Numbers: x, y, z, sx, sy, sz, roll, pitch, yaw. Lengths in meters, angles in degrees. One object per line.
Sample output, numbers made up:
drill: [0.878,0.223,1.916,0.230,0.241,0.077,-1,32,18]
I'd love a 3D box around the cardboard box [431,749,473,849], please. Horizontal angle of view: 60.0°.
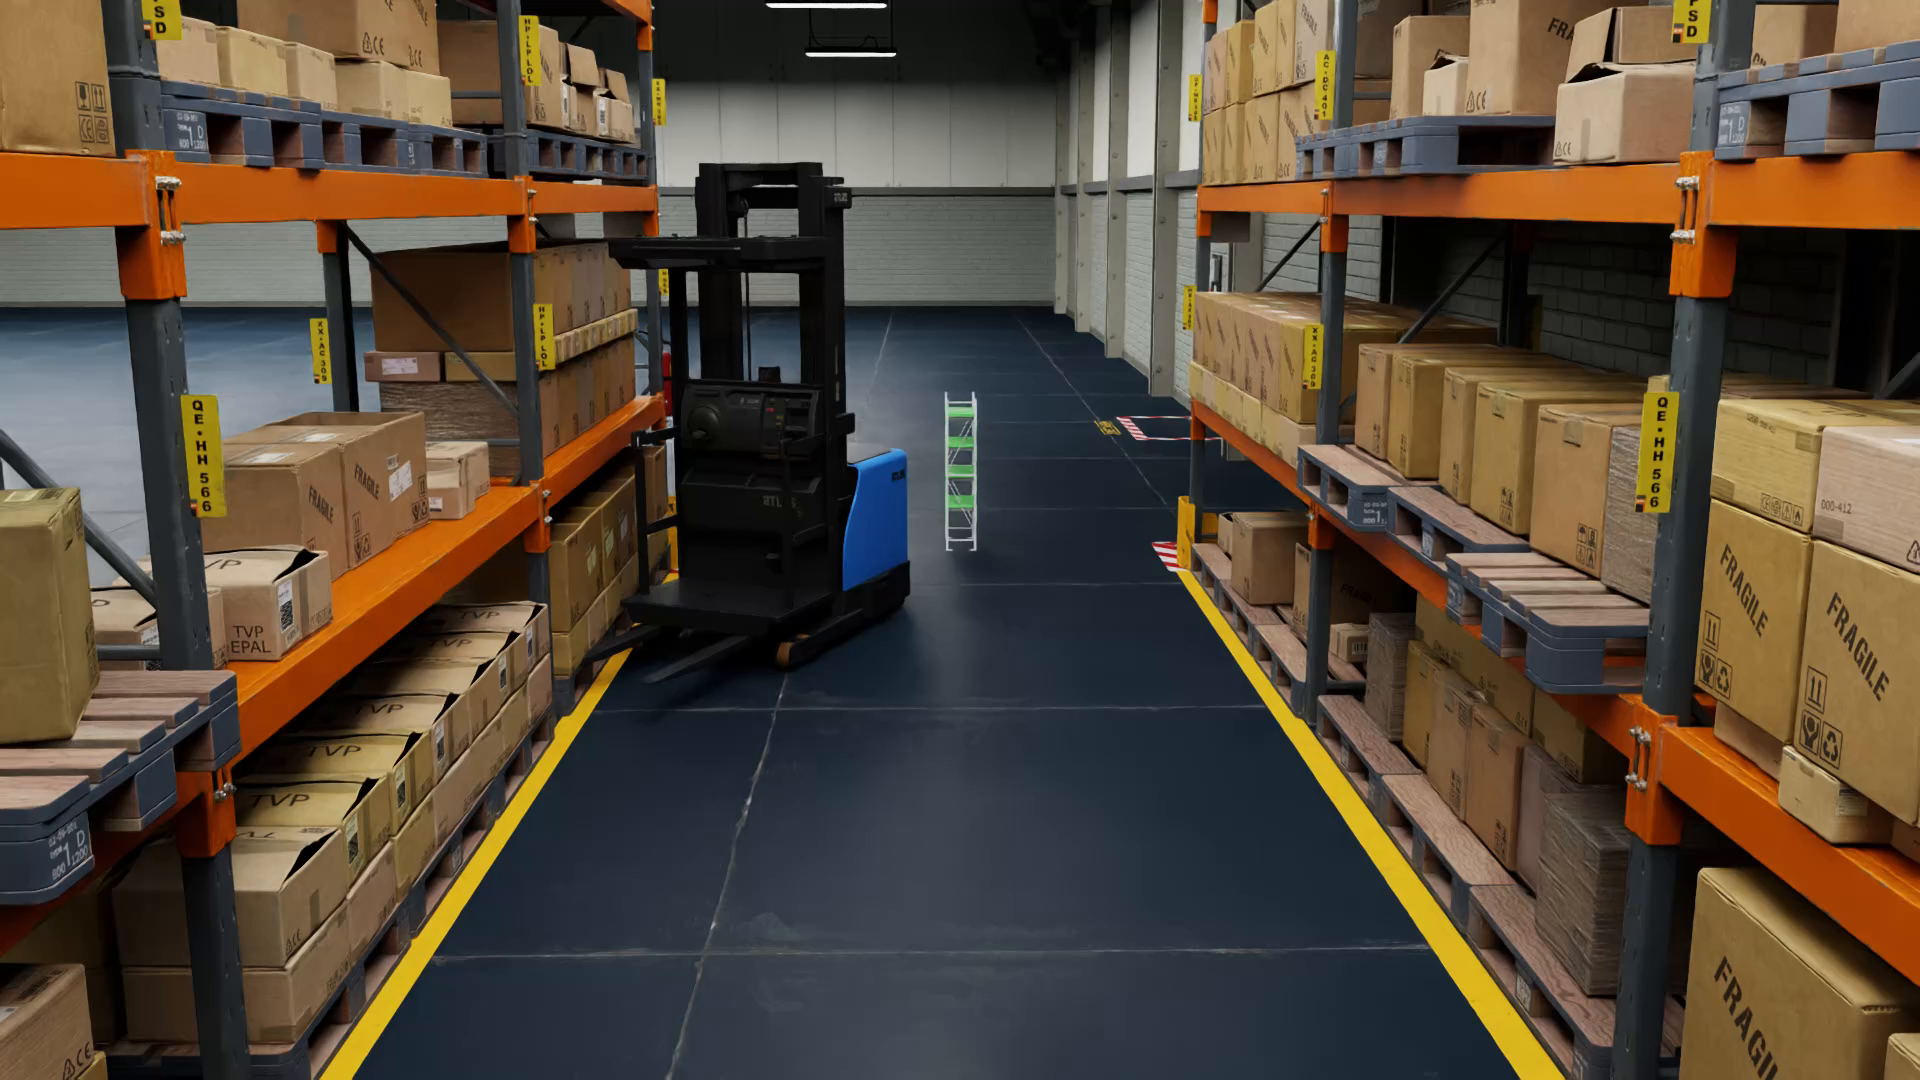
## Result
cardboard box: [-2.296,1.044,6.730,0.500,0.250,0.500,0,11,0]

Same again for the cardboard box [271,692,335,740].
cardboard box: [-2.831,0.773,6.654,0.500,0.311,0.500,0,11,0]

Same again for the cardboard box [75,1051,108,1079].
cardboard box: [-2.287,1.507,3.769,0.500,0.500,0.500,0,11,1]

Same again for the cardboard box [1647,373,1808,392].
cardboard box: [2.353,-0.424,5.114,0.380,0.149,0.250,-2,12,-11]

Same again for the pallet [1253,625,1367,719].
pallet: [2.280,0.729,9.433,1.003,0.211,1.213,0,11,-1]

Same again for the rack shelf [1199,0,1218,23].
rack shelf: [2.288,-3.487,9.934,1.077,0.370,4.000,0,11,-1]

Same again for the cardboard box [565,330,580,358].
cardboard box: [-2.466,-1.160,9.850,0.380,0.149,0.250,-1,11,-3]

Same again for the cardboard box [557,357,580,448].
cardboard box: [-2.663,-0.825,9.828,0.700,0.500,0.500,0,11,0]

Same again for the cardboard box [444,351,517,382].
cardboard box: [-2.435,-0.904,8.587,0.380,0.149,0.250,0,11,-1]

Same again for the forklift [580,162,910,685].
forklift: [-1.365,-0.768,9.971,1.130,2.935,3.031,5,12,22]

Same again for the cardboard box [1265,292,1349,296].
cardboard box: [2.469,-1.510,11.899,0.500,0.500,0.500,0,11,-2]

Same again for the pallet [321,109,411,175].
pallet: [-2.670,-1.422,5.955,1.003,0.211,1.213,0,11,1]

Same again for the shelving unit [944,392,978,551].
shelving unit: [0.003,-0.555,13.278,0.258,1.200,0.503,0,11,-1]

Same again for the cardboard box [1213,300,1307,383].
cardboard box: [1.961,-1.306,10.892,0.500,0.500,0.500,-1,11,-3]

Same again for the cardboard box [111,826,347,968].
cardboard box: [-2.258,1.074,5.170,0.500,0.311,0.500,0,11,1]

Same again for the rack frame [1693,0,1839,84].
rack frame: [2.412,-2.649,3.983,1.000,3.000,0.127,0,11,-1]

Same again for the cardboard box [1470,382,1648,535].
cardboard box: [2.344,-0.314,6.206,0.700,0.500,0.500,0,11,-1]

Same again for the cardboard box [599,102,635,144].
cardboard box: [-2.419,-2.721,10.852,0.500,0.250,0.500,0,11,-1]

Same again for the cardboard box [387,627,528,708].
cardboard box: [-2.311,0.567,7.670,0.500,0.311,0.500,0,11,0]

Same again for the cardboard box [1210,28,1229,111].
cardboard box: [1.971,-3.140,11.133,0.500,0.500,0.500,0,11,-2]

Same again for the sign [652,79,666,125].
sign: [-2.163,-3.143,11.933,0.100,0.325,0.005,0,11,-1]

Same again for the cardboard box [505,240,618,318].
cardboard box: [-2.692,-1.755,11.150,0.700,0.500,0.500,-1,11,-3]

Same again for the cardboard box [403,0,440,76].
cardboard box: [-2.650,-2.330,7.390,0.500,0.500,0.500,0,11,0]

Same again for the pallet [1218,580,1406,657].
pallet: [2.252,0.486,10.632,1.003,0.211,1.213,0,11,-1]

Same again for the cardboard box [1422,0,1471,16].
cardboard box: [2.605,-2.621,8.575,0.500,0.500,0.500,0,11,0]

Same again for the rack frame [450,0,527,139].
rack frame: [-2.623,-3.423,7.798,1.000,3.000,0.127,0,11,-1]

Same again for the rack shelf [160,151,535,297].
rack shelf: [-2.582,-1.203,6.208,1.077,0.370,4.000,0,11,-1]

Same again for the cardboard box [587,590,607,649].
cardboard box: [-2.335,0.466,9.577,0.500,0.250,0.500,0,11,-1]

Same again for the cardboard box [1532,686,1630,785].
cardboard box: [2.396,0.677,5.974,0.500,0.250,0.500,0,11,0]

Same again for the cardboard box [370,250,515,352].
cardboard box: [-2.639,-1.256,8.690,0.700,0.500,0.500,0,11,-1]

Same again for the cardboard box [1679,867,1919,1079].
cardboard box: [2.296,1.286,4.028,0.750,0.750,0.750,0,11,-2]

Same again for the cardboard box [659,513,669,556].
cardboard box: [-2.400,-0.031,12.026,0.500,0.250,0.500,0,11,-1]

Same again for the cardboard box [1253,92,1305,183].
cardboard box: [2.025,-2.343,9.716,0.500,0.500,0.500,-1,11,-3]

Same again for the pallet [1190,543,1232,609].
pallet: [2.230,0.244,11.824,1.003,0.211,1.213,0,11,-1]

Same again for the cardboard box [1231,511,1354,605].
cardboard box: [2.148,0.108,10.665,0.700,0.500,0.500,-1,12,-5]

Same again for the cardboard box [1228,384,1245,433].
cardboard box: [1.977,-0.832,10.443,0.500,0.250,0.500,0,11,-1]

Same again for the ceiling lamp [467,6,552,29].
ceiling lamp: [-9.712,-12.109,35.932,2.000,3.185,0.800,0,11,-1]

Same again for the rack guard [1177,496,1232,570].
rack guard: [2.248,-0.059,12.592,1.175,0.500,0.348,0,11,-1]

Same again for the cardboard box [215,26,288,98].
cardboard box: [-2.636,-1.598,5.668,0.500,0.250,0.500,0,11,-2]

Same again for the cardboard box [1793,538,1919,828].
cardboard box: [2.167,0.288,3.543,0.500,0.500,0.500,0,11,1]

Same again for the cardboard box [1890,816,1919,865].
cardboard box: [2.233,0.624,3.522,0.380,0.149,0.250,0,11,-2]

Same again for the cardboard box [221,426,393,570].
cardboard box: [-2.603,-0.175,6.625,0.500,0.500,0.500,0,11,-1]

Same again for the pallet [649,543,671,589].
pallet: [-2.648,0.240,11.843,1.003,0.211,1.213,0,11,-1]

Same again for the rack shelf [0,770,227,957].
rack shelf: [-2.499,1.062,2.587,1.077,0.370,4.000,0,11,-1]

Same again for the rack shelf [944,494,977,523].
rack shelf: [0.003,-0.257,13.338,0.258,0.148,0.480,0,11,-1]

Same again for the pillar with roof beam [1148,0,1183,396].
pillar with roof beam: [-1.426,-6.471,22.824,9.100,9.000,0.400,0,11,-1]

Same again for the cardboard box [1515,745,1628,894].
cardboard box: [2.450,1.055,5.996,0.700,0.500,0.500,0,11,-1]

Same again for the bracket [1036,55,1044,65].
bracket: [2.093,-12.383,42.912,0.235,0.232,0.430,0,11,-1]

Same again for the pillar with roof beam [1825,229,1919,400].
pillar with roof beam: [-1.054,-2.893,5.187,9.100,9.000,0.400,0,11,-1]

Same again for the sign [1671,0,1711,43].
sign: [1.869,-1.430,4.221,0.100,0.325,0.005,0,11,-1]

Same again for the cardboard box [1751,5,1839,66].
cardboard box: [2.627,-1.382,4.979,0.500,0.500,0.500,0,11,-1]

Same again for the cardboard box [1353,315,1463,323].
cardboard box: [2.521,-1.005,9.409,0.500,0.500,0.500,0,11,-1]

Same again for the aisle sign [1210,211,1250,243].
aisle sign: [1.945,-2.586,12.224,0.394,0.787,0.004,0,11,-1]

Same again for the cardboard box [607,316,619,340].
cardboard box: [-2.492,-1.417,11.115,0.380,0.149,0.250,0,11,0]

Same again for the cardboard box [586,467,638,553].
cardboard box: [-2.362,-0.200,10.972,0.500,0.500,0.500,0,11,-1]

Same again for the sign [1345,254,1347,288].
sign: [2.802,-2.020,12.263,0.100,0.325,0.005,0,11,-1]
